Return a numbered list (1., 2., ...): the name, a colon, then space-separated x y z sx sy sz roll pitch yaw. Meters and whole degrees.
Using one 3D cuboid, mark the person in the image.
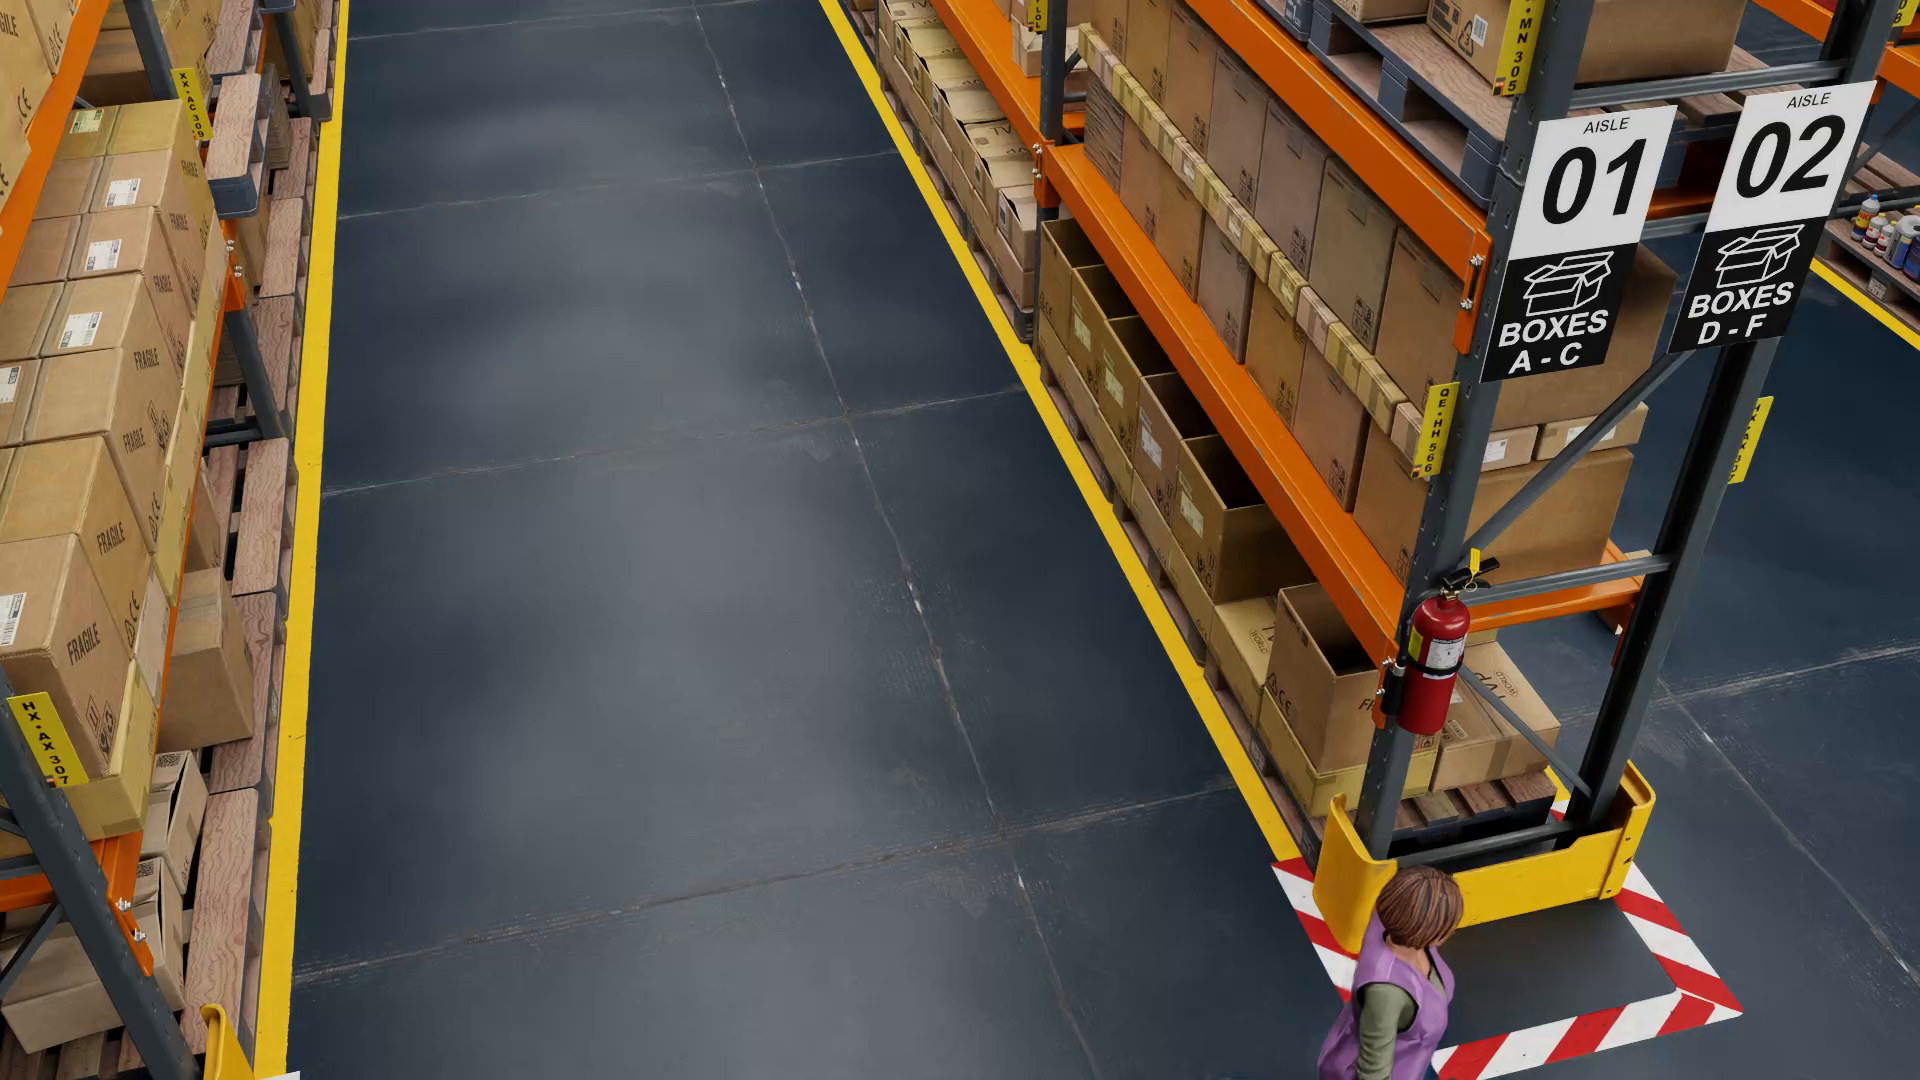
1. person: 1.203 1.543 4.794 0.500 1.607 0.493 18 42 21
